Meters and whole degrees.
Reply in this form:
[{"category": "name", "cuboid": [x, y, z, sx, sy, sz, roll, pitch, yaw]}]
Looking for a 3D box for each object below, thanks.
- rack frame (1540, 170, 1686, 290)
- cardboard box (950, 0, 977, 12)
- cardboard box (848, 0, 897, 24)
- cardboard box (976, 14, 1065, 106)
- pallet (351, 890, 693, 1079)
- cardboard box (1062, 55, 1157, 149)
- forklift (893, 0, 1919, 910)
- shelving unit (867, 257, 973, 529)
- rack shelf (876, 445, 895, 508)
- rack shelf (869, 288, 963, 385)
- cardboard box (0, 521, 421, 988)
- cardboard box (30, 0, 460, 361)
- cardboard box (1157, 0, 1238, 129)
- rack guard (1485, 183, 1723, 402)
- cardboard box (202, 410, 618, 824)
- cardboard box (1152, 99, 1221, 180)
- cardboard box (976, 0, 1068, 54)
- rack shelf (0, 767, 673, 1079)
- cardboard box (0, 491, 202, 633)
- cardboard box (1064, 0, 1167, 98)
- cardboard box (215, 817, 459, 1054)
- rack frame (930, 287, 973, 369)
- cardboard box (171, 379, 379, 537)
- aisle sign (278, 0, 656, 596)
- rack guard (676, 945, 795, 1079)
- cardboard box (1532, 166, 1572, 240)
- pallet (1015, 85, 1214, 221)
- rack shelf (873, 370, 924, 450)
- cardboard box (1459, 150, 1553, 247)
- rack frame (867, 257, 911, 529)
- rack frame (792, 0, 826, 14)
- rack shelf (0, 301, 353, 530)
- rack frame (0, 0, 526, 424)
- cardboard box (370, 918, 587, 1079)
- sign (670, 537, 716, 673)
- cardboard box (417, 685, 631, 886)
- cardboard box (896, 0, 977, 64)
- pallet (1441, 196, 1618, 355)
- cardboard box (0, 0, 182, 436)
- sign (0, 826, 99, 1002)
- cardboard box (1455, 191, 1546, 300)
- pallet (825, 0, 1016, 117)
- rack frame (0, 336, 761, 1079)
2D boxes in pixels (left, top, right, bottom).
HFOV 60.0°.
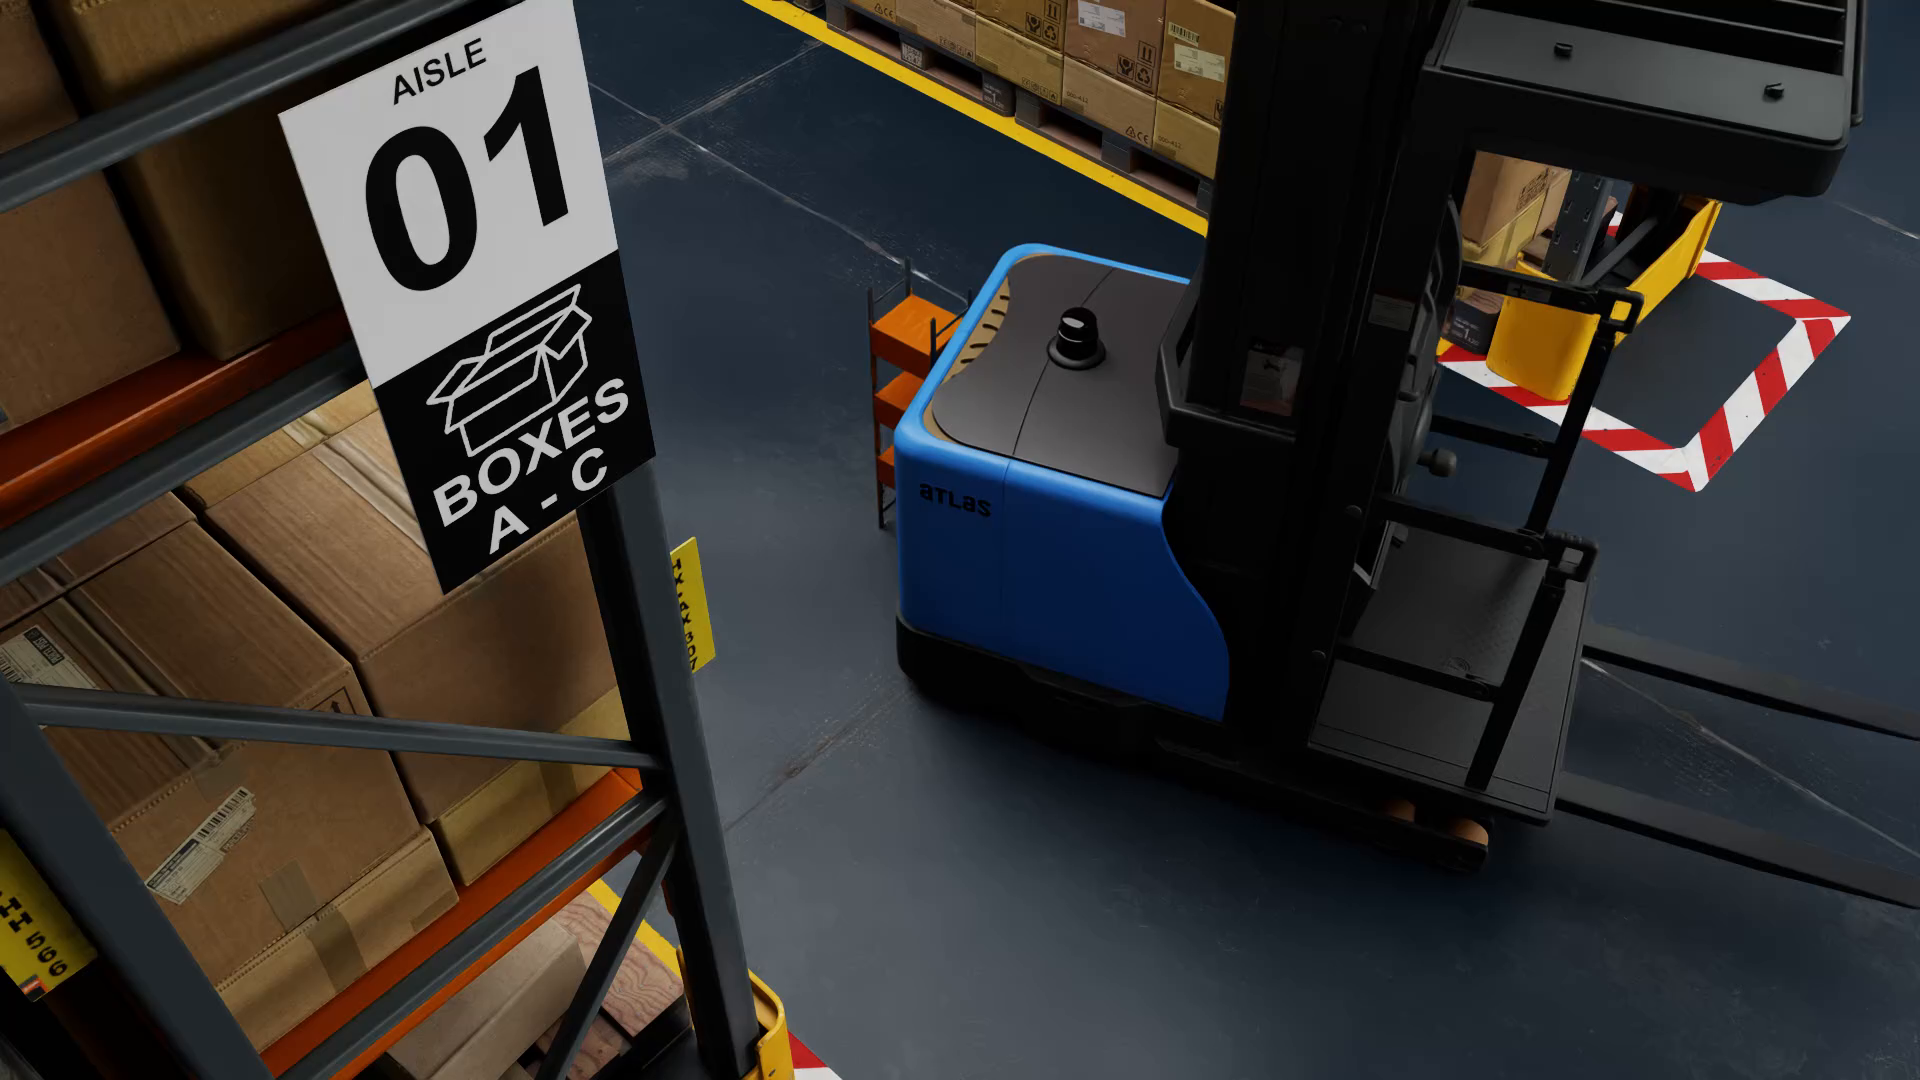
[{"category": "rack frame", "cuboid": [2.496, -1.937, 5.511, 0.127, 3.000, 1.000, 34, 55, 28]}, {"category": "cardboard box", "cuboid": [0.058, -2.734, 7.343, 0.500, 0.500, 0.500, 34, 55, 28]}, {"category": "cardboard box", "cuboid": [-0.308, -2.725, 7.849, 0.500, 0.250, 0.500, 34, 55, 28]}, {"category": "cardboard box", "cuboid": [0.419, -2.225, 7.380, 0.500, 0.250, 0.500, 34, 55, 28]}, {"category": "pallet", "cuboid": [-1.490, 1.215, 4.464, 1.213, 0.211, 1.003, 34, 55, 28]}, {"category": "cardboard box", "cuboid": [0.791, -1.981, 7.151, 0.500, 0.250, 0.500, 34, 55, 28]}, {"category": "forklift", "cuboid": [1.370, -0.485, 4.195, 3.031, 2.935, 1.130, 16, 49, 15]}, {"category": "shelving unit", "cuboid": [-0.121, -0.402, 5.407, 0.252, 1.050, 0.215, 29, 53, 25]}, {"category": "rack shelf", "cuboid": [-0.121, -0.204, 5.617, 0.240, 0.259, 0.215, 29, 53, 25]}, {"category": "rack shelf", "cuboid": [-0.121, -0.589, 5.208, 0.240, 0.259, 0.215, 29, 53, 25]}, {"category": "cardboard box", "cuboid": [-1.352, 0.388, 2.903, 0.500, 0.500, 0.500, 33, 55, 27]}, {"category": "cardboard box", "cuboid": [-0.937, -0.648, 2.161, 0.500, 0.500, 0.500, 35, 56, 29]}, {"category": "cardboard box", "cuboid": [1.155, -1.988, 6.643, 0.500, 0.500, 0.500, 34, 55, 28]}, {"category": "rack guard", "cuboid": [2.513, -1.069, 6.411, 0.348, 0.500, 1.175, 34, 55, 28]}, {"category": "cardboard box", "cuboid": [-1.008, 0.110, 3.164, 0.500, 0.500, 0.500, 34, 55, 28]}, {"category": "cardboard box", "cuboid": [1.157, -1.733, 6.918, 0.500, 0.250, 0.500, 34, 55, 28]}, {"category": "cardboard box", "cuboid": [0.420, -2.482, 7.107, 0.500, 0.500, 0.500, 34, 55, 28]}, {"category": "rack shelf", "cuboid": [-2.331, -0.024, 4.208, 4.000, 0.370, 1.077, 34, 55, 28]}, {"category": "cardboard box", "cuboid": [-1.715, 0.134, 3.142, 0.500, 0.500, 0.500, 35, 56, 28]}, {"category": "cardboard box", "cuboid": [0.789, -2.236, 6.876, 0.500, 0.500, 0.500, 34, 55, 28]}, {"category": "cardboard box", "cuboid": [-1.336, 0.636, 3.184, 0.500, 0.250, 0.500, 35, 56, 28]}, {"category": "rack frame", "cuboid": [-0.024, -0.348, 5.356, 0.008, 1.050, 0.200, 29, 53, 25]}, {"category": "cardboard box", "cuboid": [-1.365, -0.140, 3.399, 0.500, 0.500, 0.500, 34, 55, 28]}, {"category": "aisle sign", "cuboid": [-0.605, -0.296, 2.187, 0.004, 0.787, 0.394, 34, 55, 28]}, {"category": "rack guard", "cuboid": [-0.917, 1.537, 3.964, 0.348, 0.500, 1.175, 34, 55, 28]}, {"category": "cardboard box", "cuboid": [2.253, -1.523, 6.721, 0.500, 0.250, 0.500, 34, 55, 28]}, {"category": "pallet", "cuboid": [1.013, -1.941, 7.428, 1.213, 0.211, 1.003, 34, 55, 28]}, {"category": "rack shelf", "cuboid": [-0.121, -0.395, 5.415, 0.240, 0.259, 0.215, 29, 53, 25]}, {"category": "cardboard box", "cuboid": [1.900, -1.502, 6.186, 0.500, 0.500, 0.500, 34, 55, 28]}, {"category": "rack frame", "cuboid": [-0.218, -0.456, 5.458, 0.008, 1.050, 0.200, 29, 53, 25]}, {"category": "rack frame", "cuboid": [-0.444, -3.914, 7.368, 0.127, 3.000, 1.000, 34, 55, 28]}, {"category": "rack shelf", "cuboid": [-2.331, -1.050, 3.115, 4.000, 0.370, 1.077, 34, 55, 28]}, {"category": "rack frame", "cuboid": [-0.861, -1.334, 0.830, 0.127, 3.000, 1.000, 34, 55, 28]}, {"category": "cardboard box", "cuboid": [-1.309, 1.099, 4.204, 0.500, 0.311, 0.500, 28, 53, 24]}, {"category": "sign", "cuboid": [-0.493, 0.132, 2.975, 0.005, 0.325, 0.100, 34, 55, 28]}, {"category": "cardboard box", "cuboid": [-1.004, 0.352, 3.451, 0.500, 0.250, 0.500, 32, 55, 27]}, {"category": "cardboard box", "cuboid": [0.056, -2.475, 7.615, 0.500, 0.250, 0.500, 34, 55, 28]}, {"category": "pallet", "cuboid": [1.905, -1.338, 6.861, 1.213, 0.211, 1.003, 34, 55, 28]}, {"category": "cardboard box", "cuboid": [-1.340, -0.419, 1.946, 0.500, 0.500, 0.500, -34, 56, -28]}, {"category": "sign", "cuboid": [-1.252, 0.502, 2.210, 0.005, 0.325, 0.100, 34, 55, 28]}, {"category": "cardboard box", "cuboid": [1.901, -1.246, 6.460, 0.500, 0.250, 0.500, 34, 55, 28]}, {"category": "pallet", "cuboid": [0.112, -2.544, 7.994, 1.213, 0.211, 1.003, 34, 55, 28]}, {"category": "rack frame", "cuboid": [-0.861, 0.719, 3.017, 0.127, 3.000, 1.000, 34, 55, 28]}]
